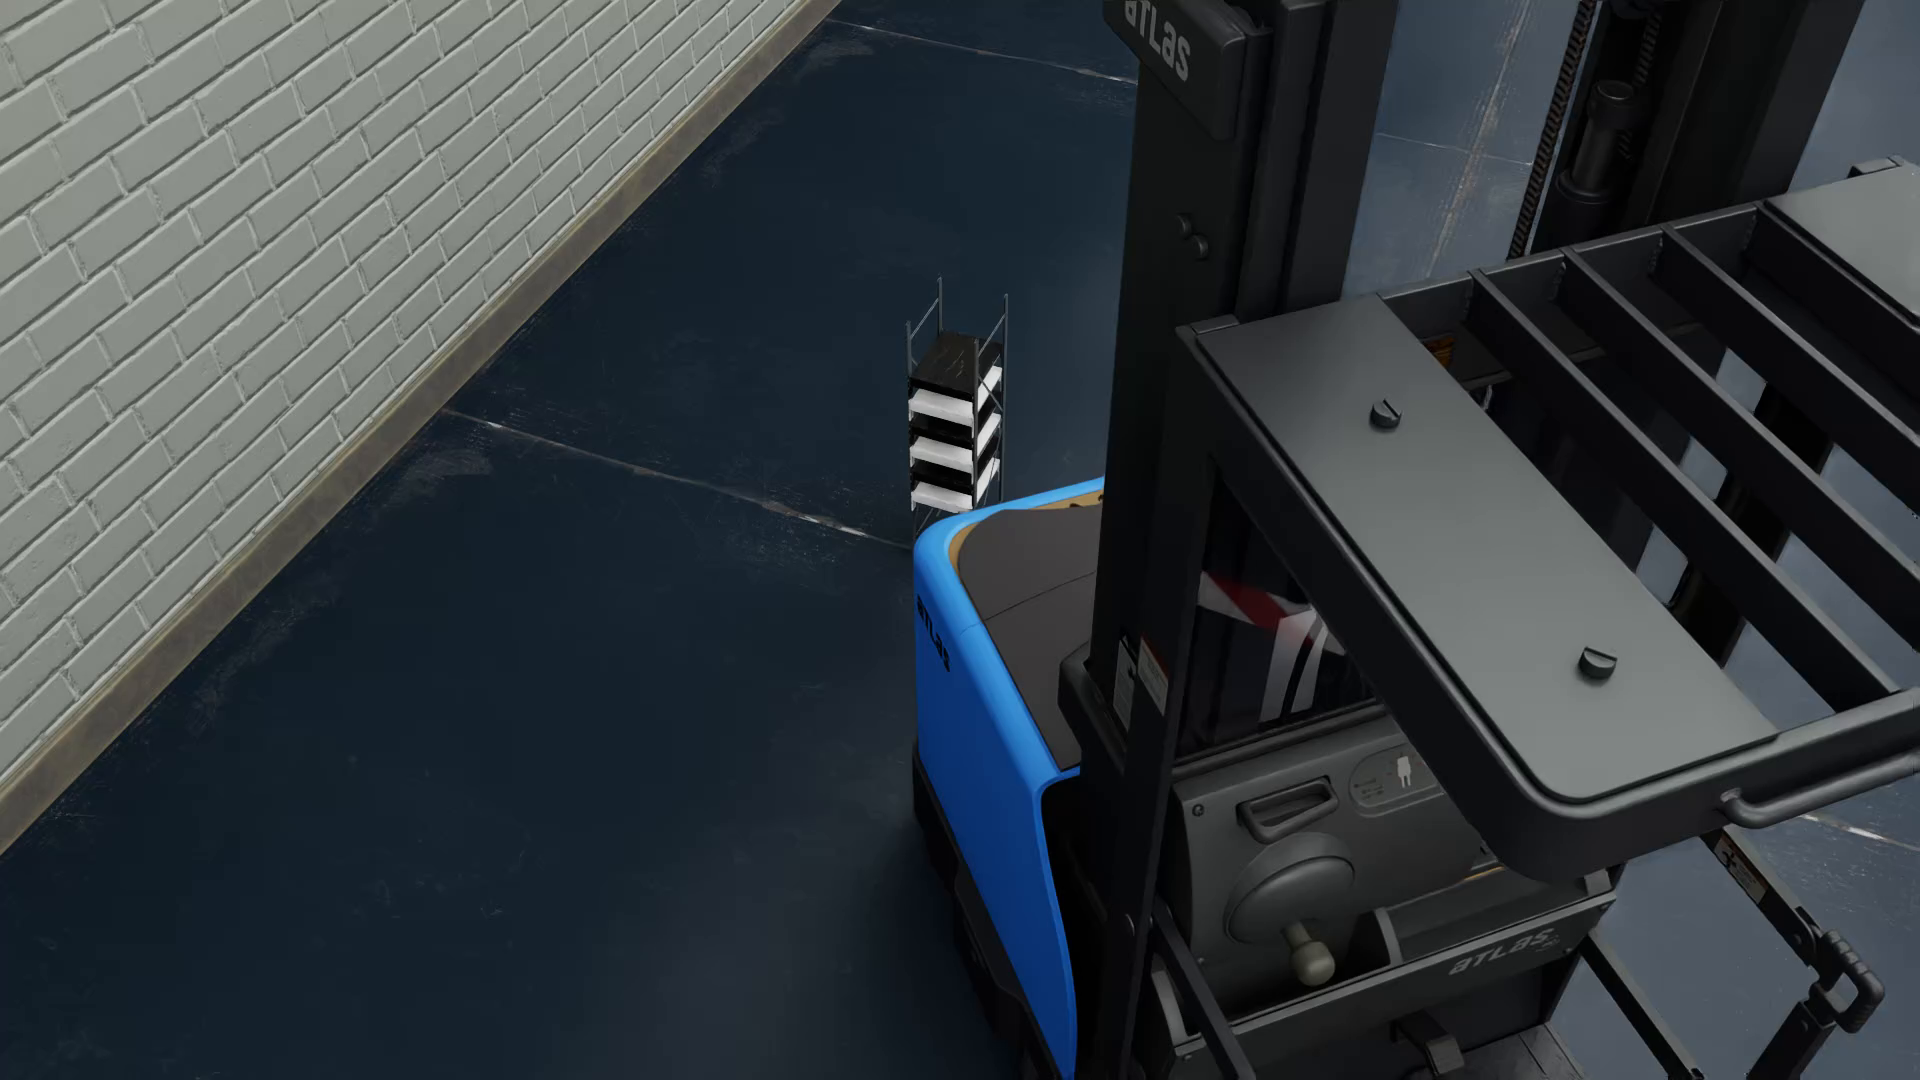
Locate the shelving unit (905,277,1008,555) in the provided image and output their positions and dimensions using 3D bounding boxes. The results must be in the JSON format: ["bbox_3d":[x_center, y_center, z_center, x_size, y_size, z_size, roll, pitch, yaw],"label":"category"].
[{"bbox_3d":[-0.007,-0.321,4.935,0.210,0.900,0.258,16,47,16],"label":"shelving unit"}]

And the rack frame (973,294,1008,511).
[{"bbox_3d":[0.086,-0.294,4.907,0.006,0.900,0.240,16,47,16],"label":"rack frame"}]

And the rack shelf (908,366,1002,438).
[{"bbox_3d":[-0.007,-0.425,4.831,0.200,0.077,0.258,16,47,16],"label":"rack shelf"}]

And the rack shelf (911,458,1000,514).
[{"bbox_3d":[-0.007,-0.170,5.085,0.200,0.077,0.258,16,47,16],"label":"rack shelf"}]

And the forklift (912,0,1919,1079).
[{"bbox_3d":[0.869,0.543,2.626,1.130,2.935,3.031,-15,47,-14],"label":"forklift"}]

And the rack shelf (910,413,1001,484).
[{"bbox_3d":[-0.007,-0.298,4.958,0.200,0.077,0.258,16,47,16],"label":"rack shelf"}]

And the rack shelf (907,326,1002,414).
[{"bbox_3d":[-0.007,-0.489,4.768,0.200,0.077,0.258,16,47,16],"label":"rack shelf"}]

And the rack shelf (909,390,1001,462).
[{"bbox_3d":[-0.007,-0.361,4.895,0.200,0.077,0.258,16,47,16],"label":"rack shelf"}]

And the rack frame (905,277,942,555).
[{"bbox_3d":[-0.101,-0.349,4.963,0.006,0.900,0.240,16,47,16],"label":"rack frame"}]

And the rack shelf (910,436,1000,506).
[{"bbox_3d":[-0.007,-0.234,5.022,0.200,0.077,0.258,16,47,16],"label":"rack shelf"}]
